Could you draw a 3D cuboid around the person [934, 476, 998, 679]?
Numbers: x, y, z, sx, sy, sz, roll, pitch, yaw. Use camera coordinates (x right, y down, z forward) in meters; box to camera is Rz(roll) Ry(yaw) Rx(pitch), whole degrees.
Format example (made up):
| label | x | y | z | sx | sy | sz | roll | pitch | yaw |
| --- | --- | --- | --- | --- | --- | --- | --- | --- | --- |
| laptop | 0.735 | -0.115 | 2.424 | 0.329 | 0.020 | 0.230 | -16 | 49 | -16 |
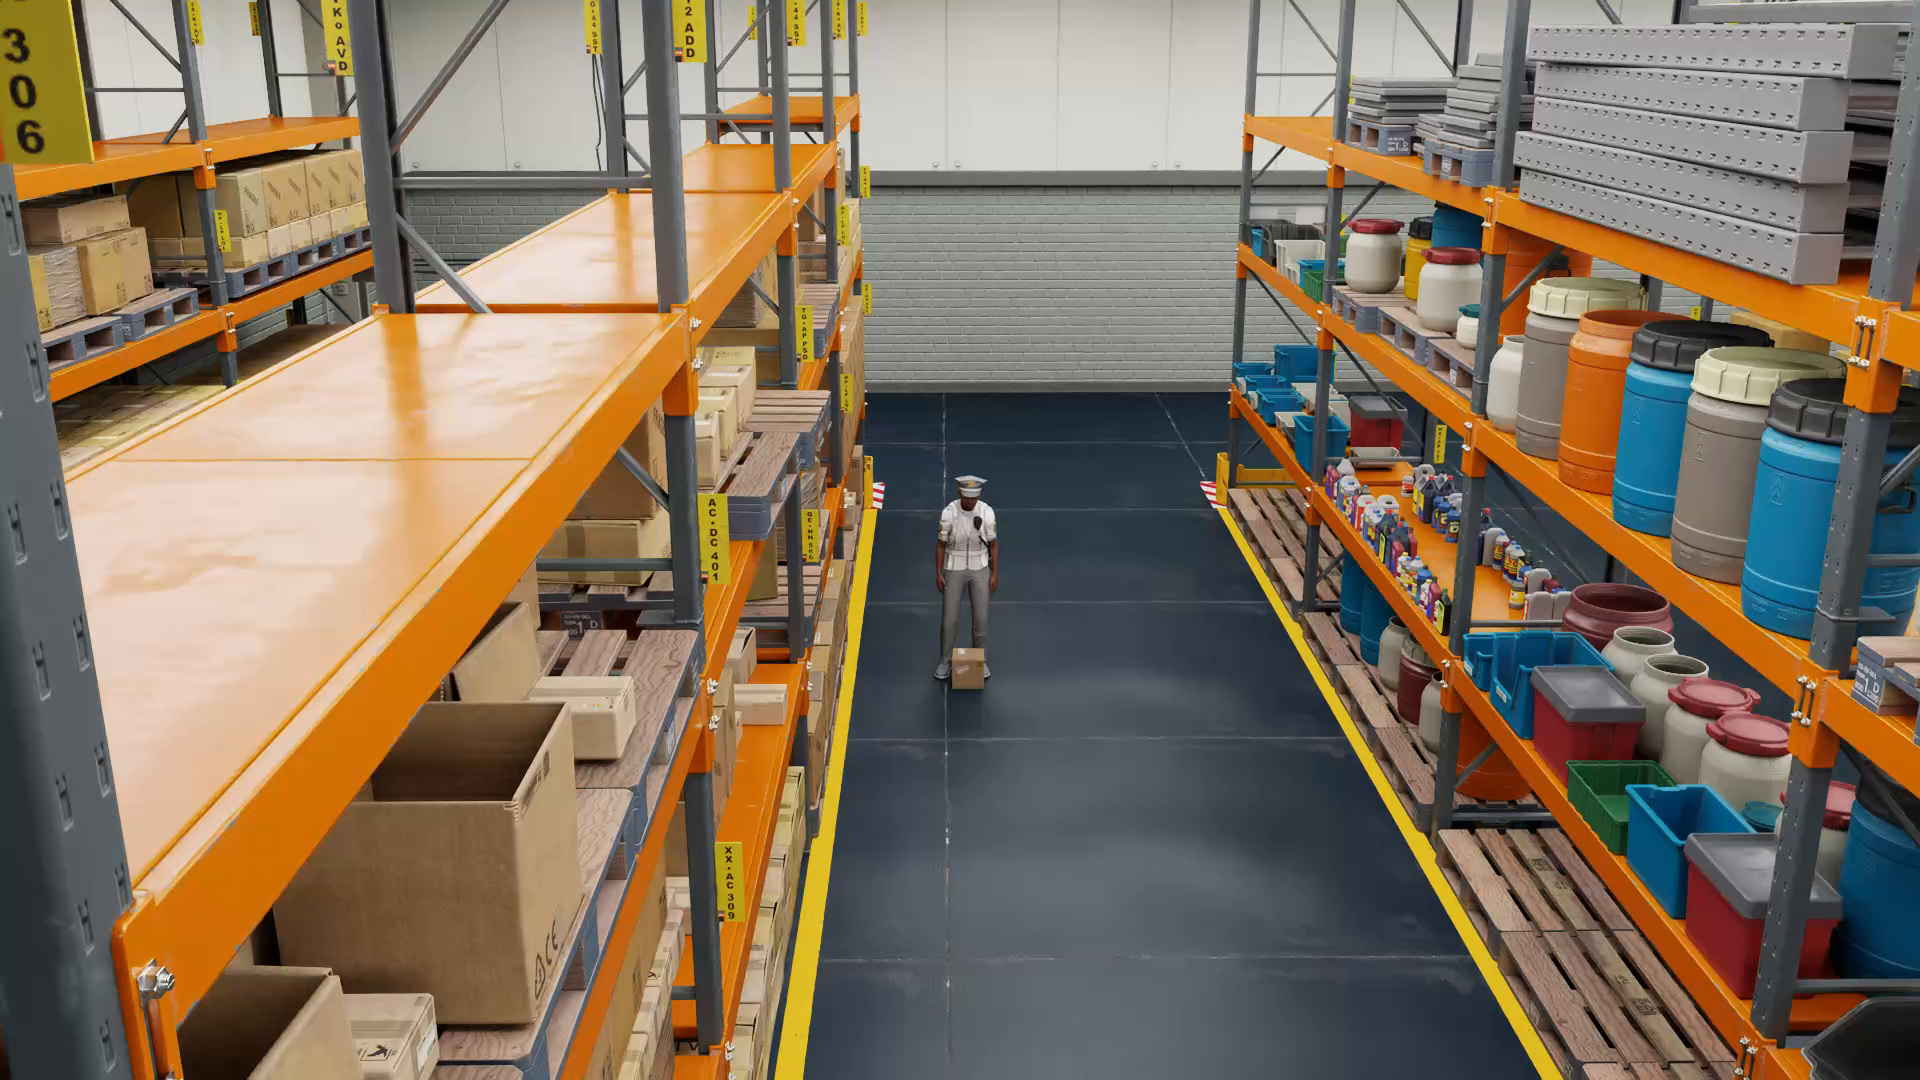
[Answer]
| label | x | y | z | sx | sy | sz | roll | pitch | yaw |
| --- | --- | --- | --- | --- | --- | --- | --- | --- | --- |
| person | 0.048 | 0.278 | 13.177 | 0.512 | 1.657 | 0.399 | 0 | 17 | -1 |
